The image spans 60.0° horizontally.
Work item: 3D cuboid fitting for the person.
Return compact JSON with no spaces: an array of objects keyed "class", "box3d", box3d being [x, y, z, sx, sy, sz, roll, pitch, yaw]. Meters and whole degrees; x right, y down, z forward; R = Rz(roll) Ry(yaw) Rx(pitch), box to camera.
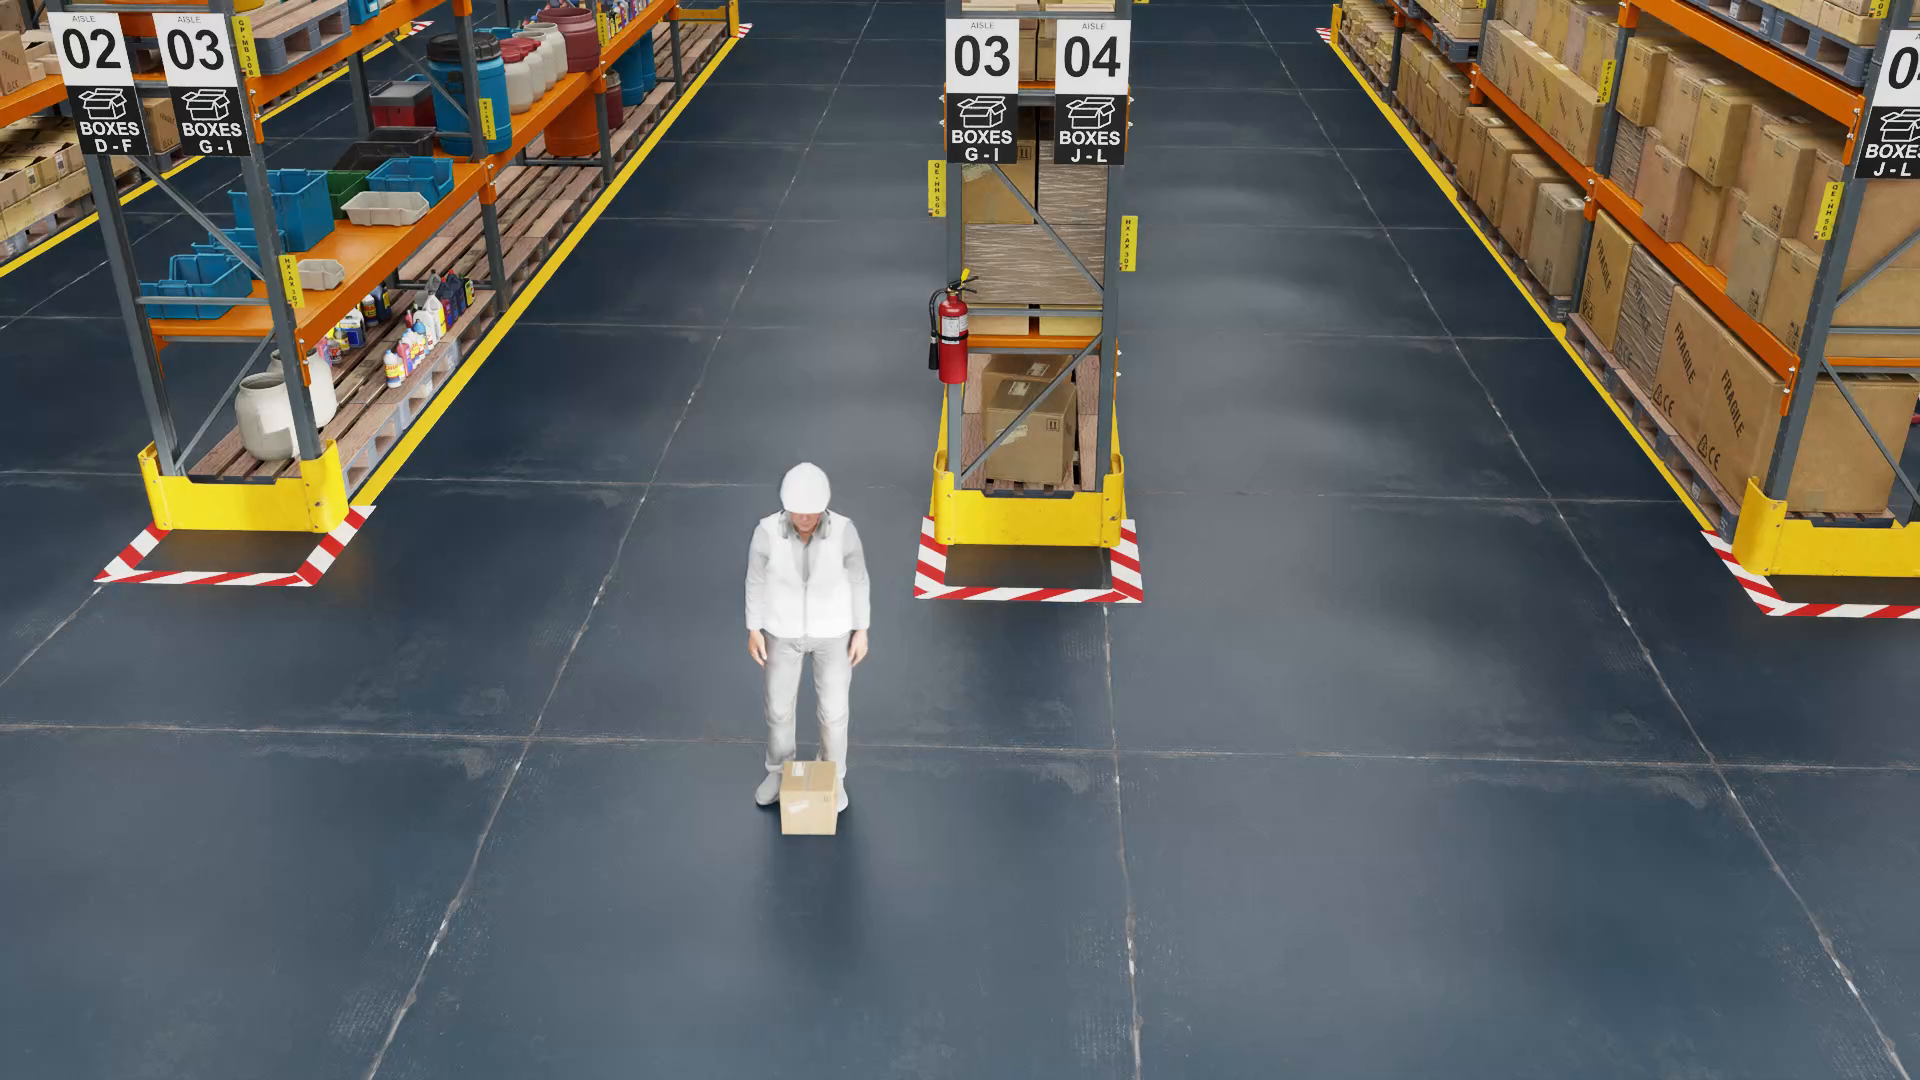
[{"class":"person","box3d":[-0.709,0.433,7.776,0.581,1.766,0.476,0,28,-1]}]
